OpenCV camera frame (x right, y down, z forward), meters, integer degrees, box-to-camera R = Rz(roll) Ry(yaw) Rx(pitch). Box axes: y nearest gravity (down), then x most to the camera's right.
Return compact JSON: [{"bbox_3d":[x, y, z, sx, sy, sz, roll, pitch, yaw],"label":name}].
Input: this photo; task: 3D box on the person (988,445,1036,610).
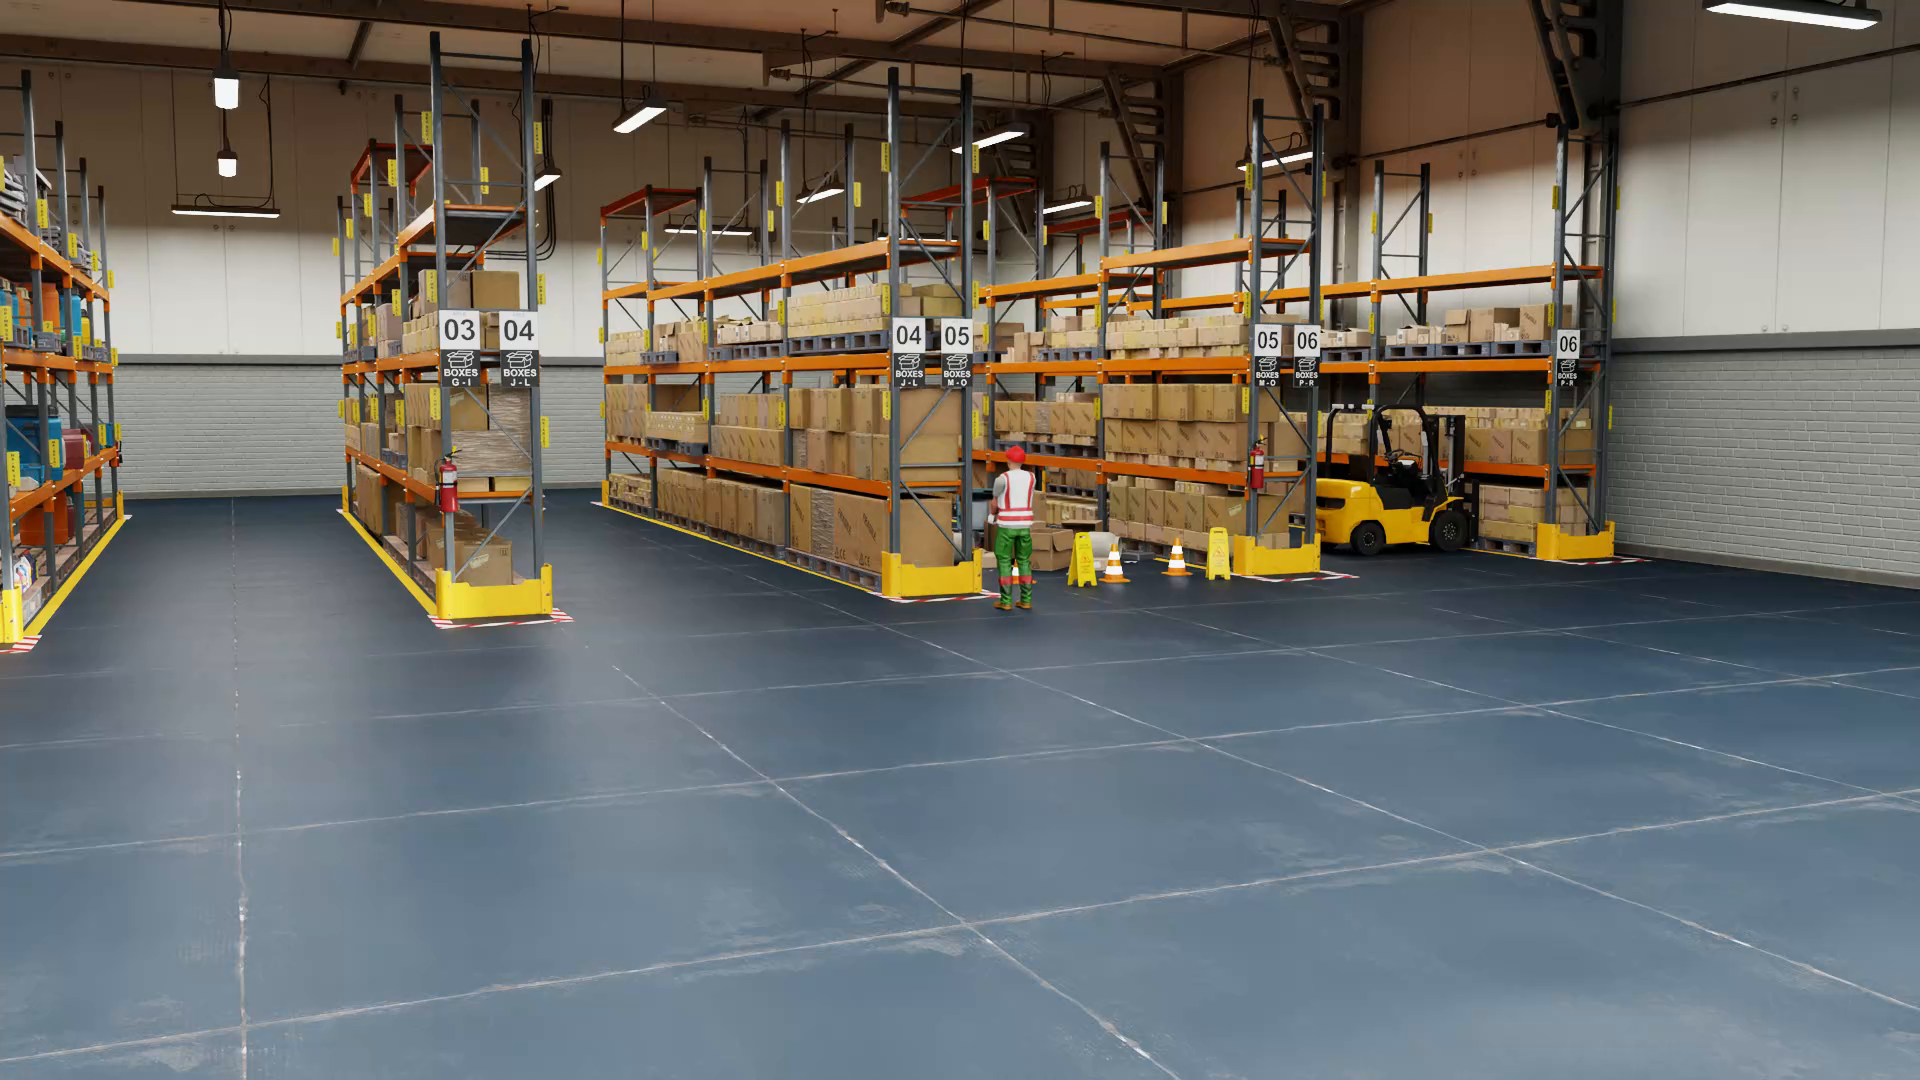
[{"bbox_3d":[0.545,-0.146,18.168,0.497,1.785,0.561,-2,6,-24],"label":"person"}]
